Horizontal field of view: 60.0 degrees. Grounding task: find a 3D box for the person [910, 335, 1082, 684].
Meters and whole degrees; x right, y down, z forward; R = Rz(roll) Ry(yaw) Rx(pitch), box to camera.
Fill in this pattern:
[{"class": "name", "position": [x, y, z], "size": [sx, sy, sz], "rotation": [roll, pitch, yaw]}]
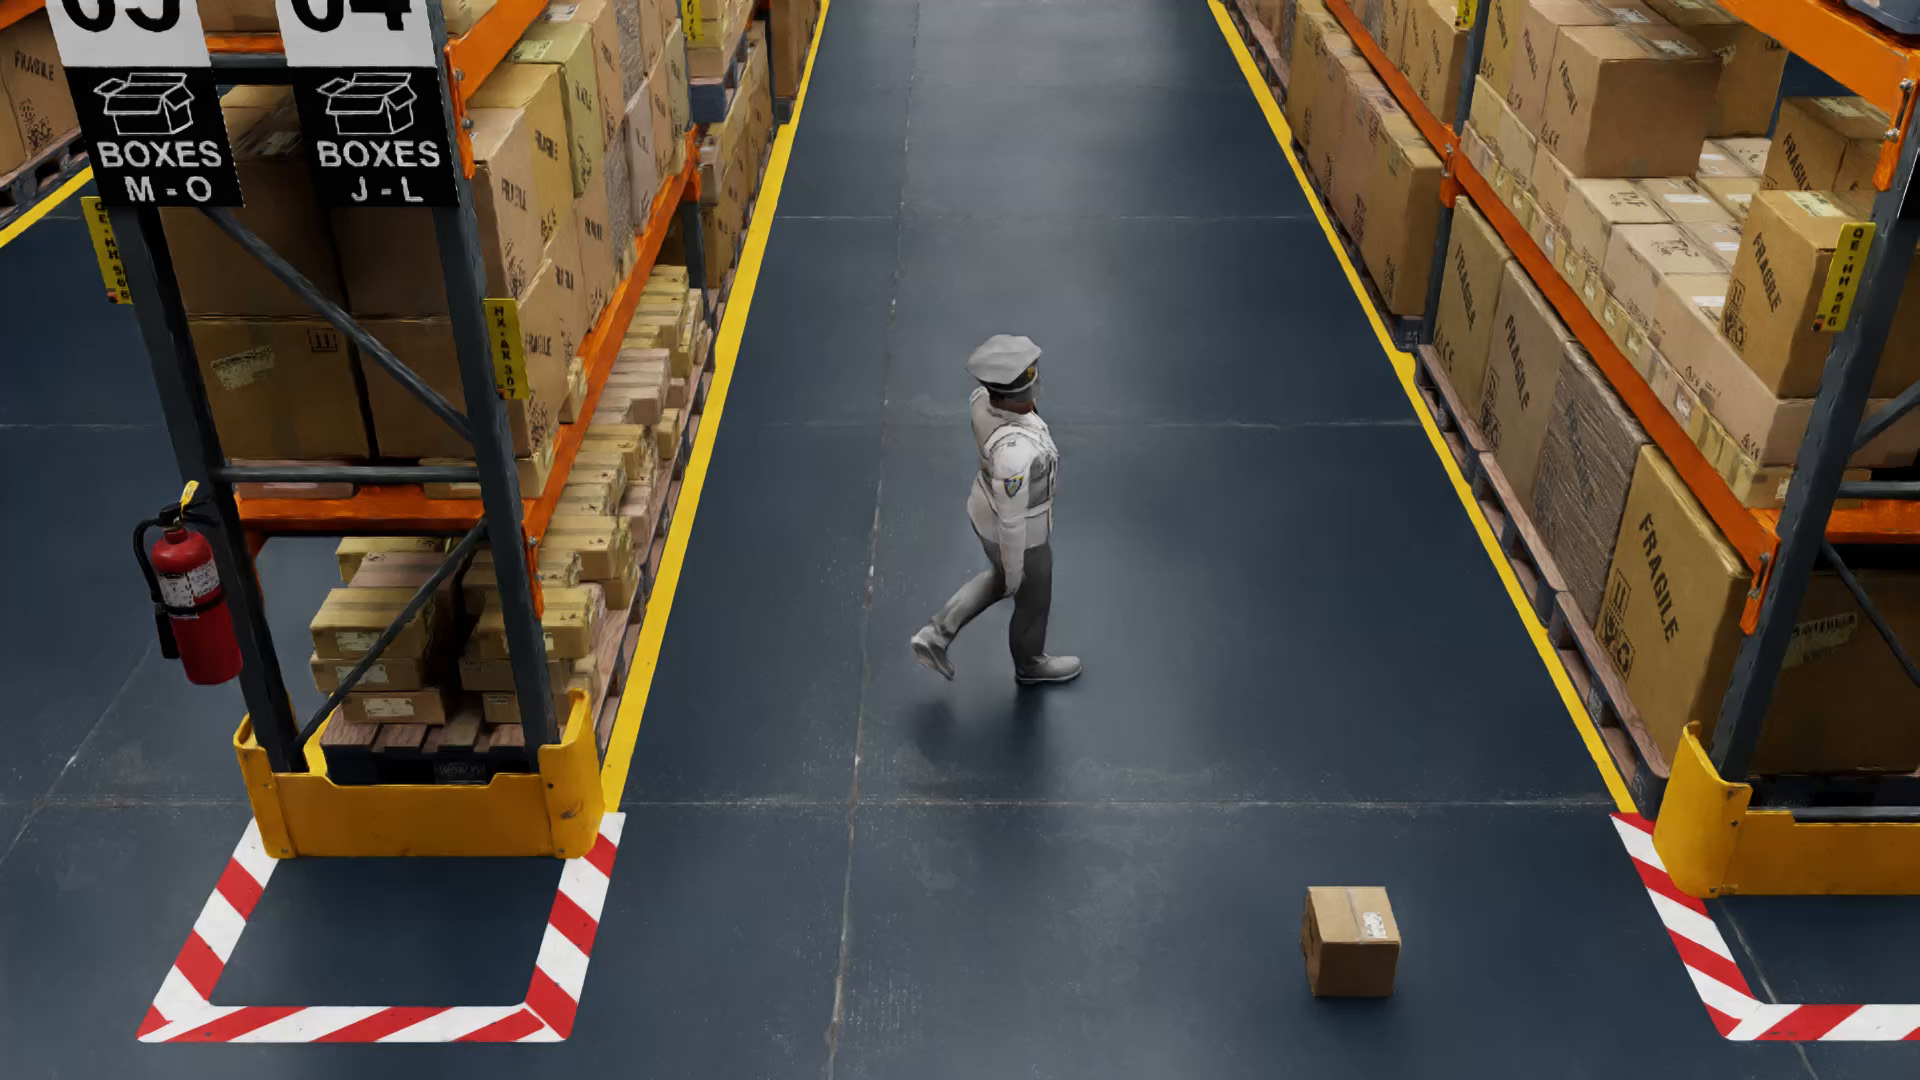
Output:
[{"class": "person", "position": [0.184, -0.044, 6.227], "size": [0.732, 1.630, 0.527], "rotation": [-9, 33, -13]}]
